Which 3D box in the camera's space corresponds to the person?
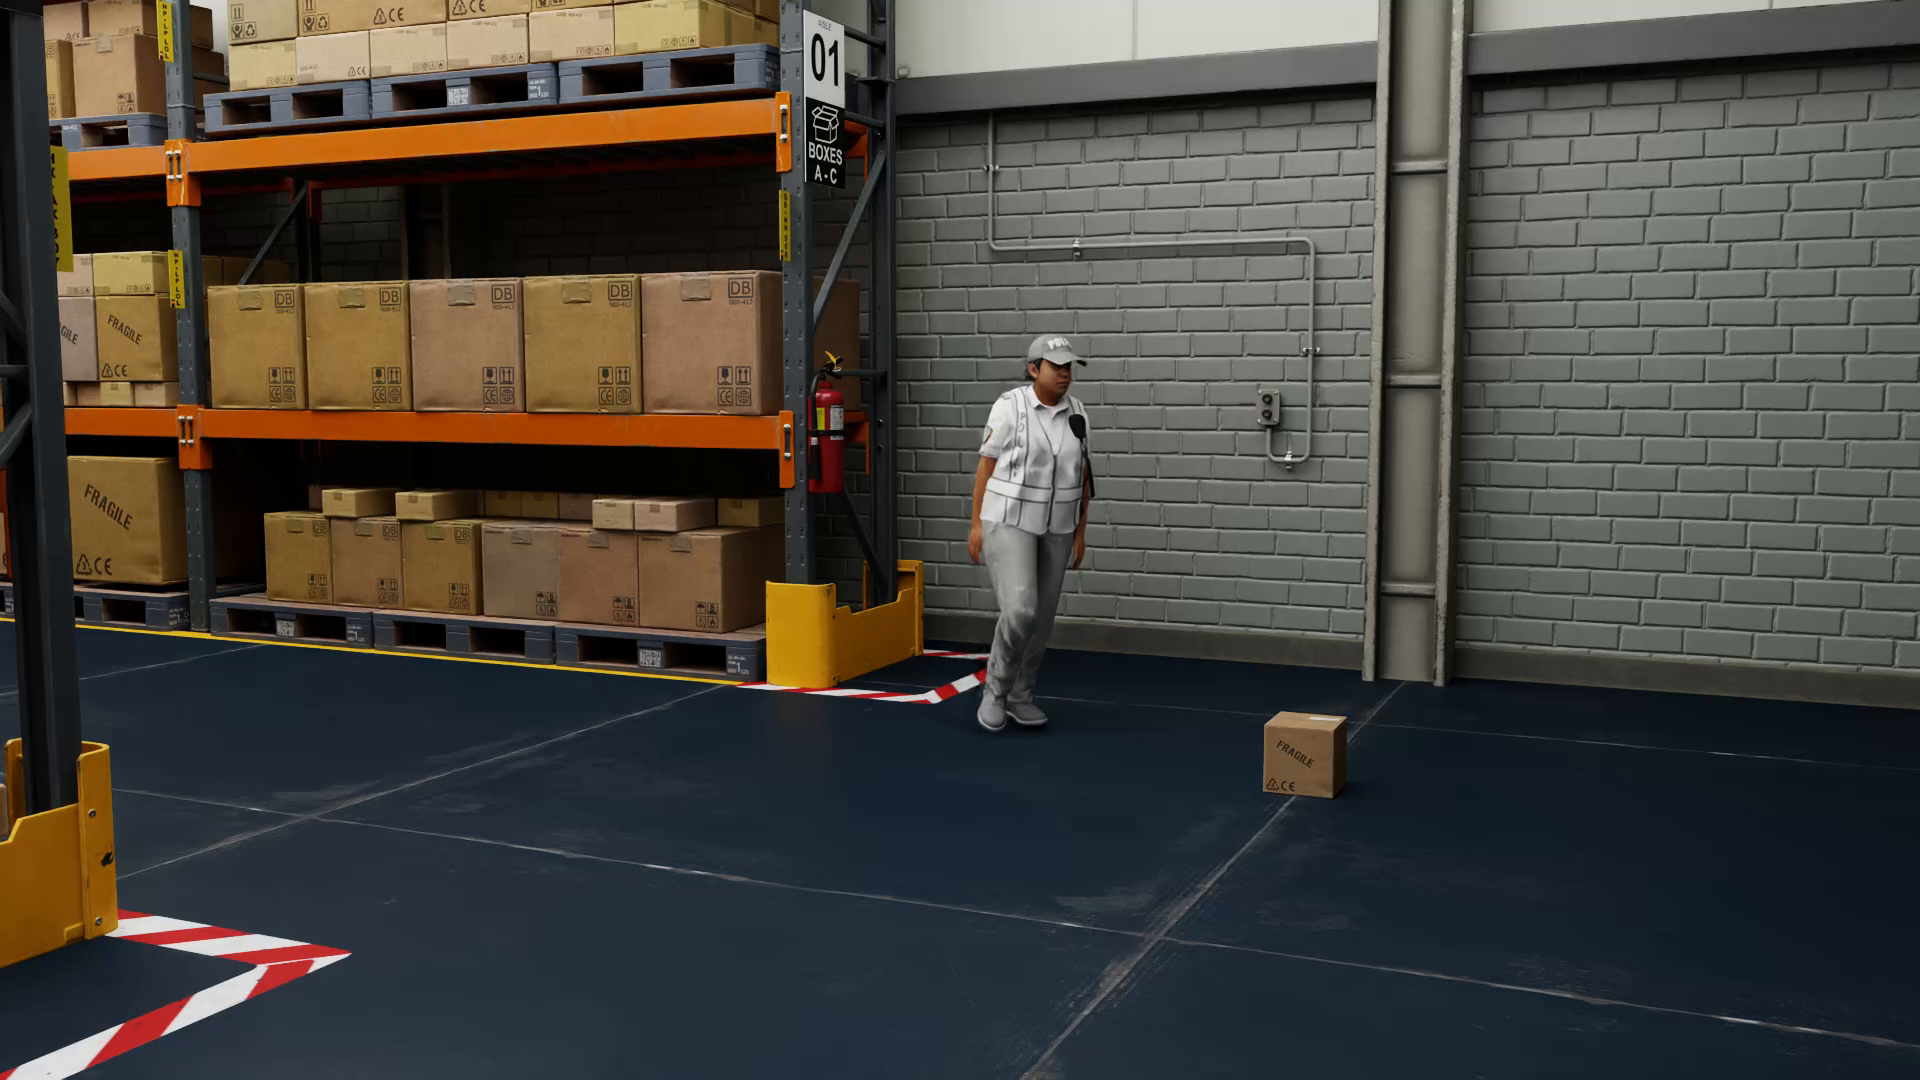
[{"bbox_3d":[0.306,-0.032,6.954,0.521,1.647,0.516,-3,6,-28],"label":"person"}]
